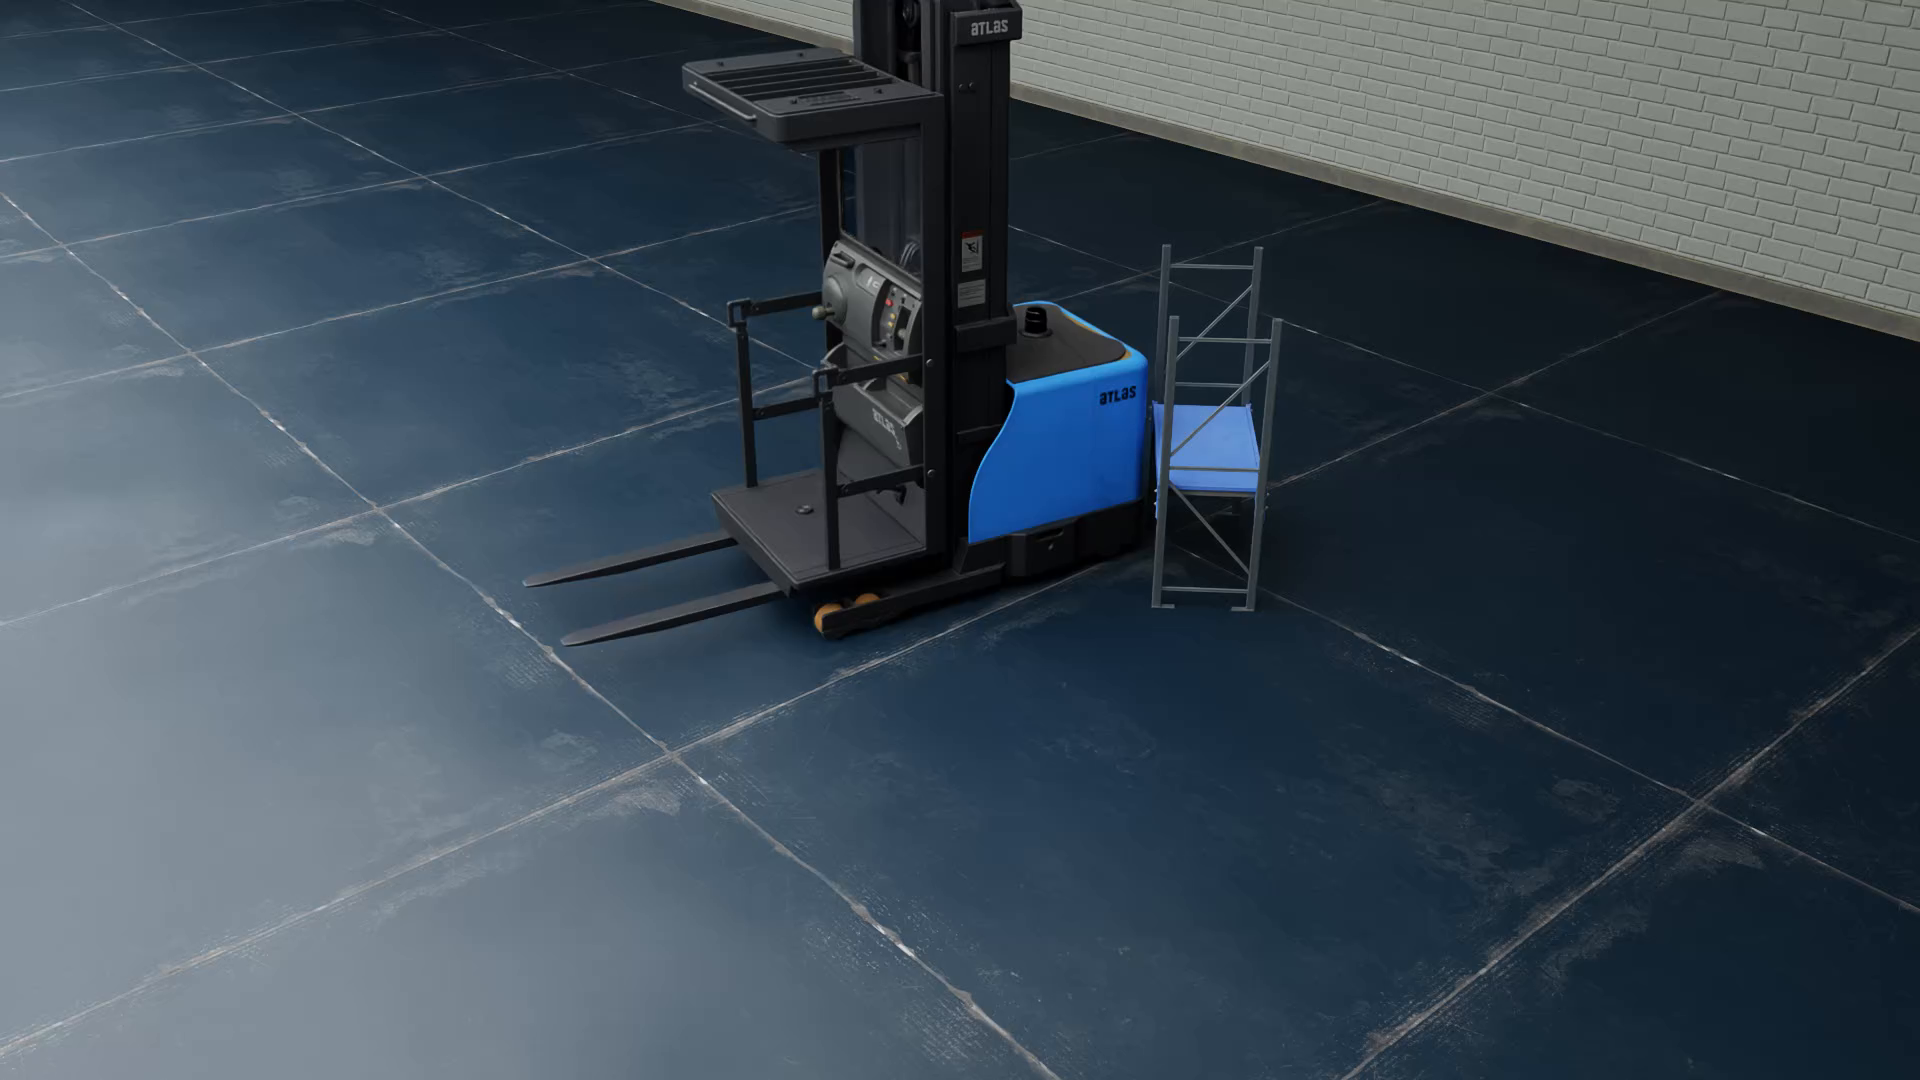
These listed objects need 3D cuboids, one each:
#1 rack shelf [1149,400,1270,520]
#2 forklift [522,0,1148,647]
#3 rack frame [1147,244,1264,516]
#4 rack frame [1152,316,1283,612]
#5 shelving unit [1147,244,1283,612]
[{"bbox_3d":[1.226,-0.407,8.303,0.538,0.185,1.000,2,28,4],"label":"rack shelf"},{"bbox_3d":[-0.598,-1.108,7.714,3.031,2.935,1.130,-15,31,-25],"label":"forklift"},{"bbox_3d":[1.264,-0.805,8.665,0.500,1.500,0.032,2,28,4],"label":"rack frame"},{"bbox_3d":[1.187,-0.327,7.771,0.500,1.500,0.032,2,28,4],"label":"rack frame"},{"bbox_3d":[1.226,-0.566,8.218,0.538,1.500,1.048,2,28,4],"label":"shelving unit"}]
